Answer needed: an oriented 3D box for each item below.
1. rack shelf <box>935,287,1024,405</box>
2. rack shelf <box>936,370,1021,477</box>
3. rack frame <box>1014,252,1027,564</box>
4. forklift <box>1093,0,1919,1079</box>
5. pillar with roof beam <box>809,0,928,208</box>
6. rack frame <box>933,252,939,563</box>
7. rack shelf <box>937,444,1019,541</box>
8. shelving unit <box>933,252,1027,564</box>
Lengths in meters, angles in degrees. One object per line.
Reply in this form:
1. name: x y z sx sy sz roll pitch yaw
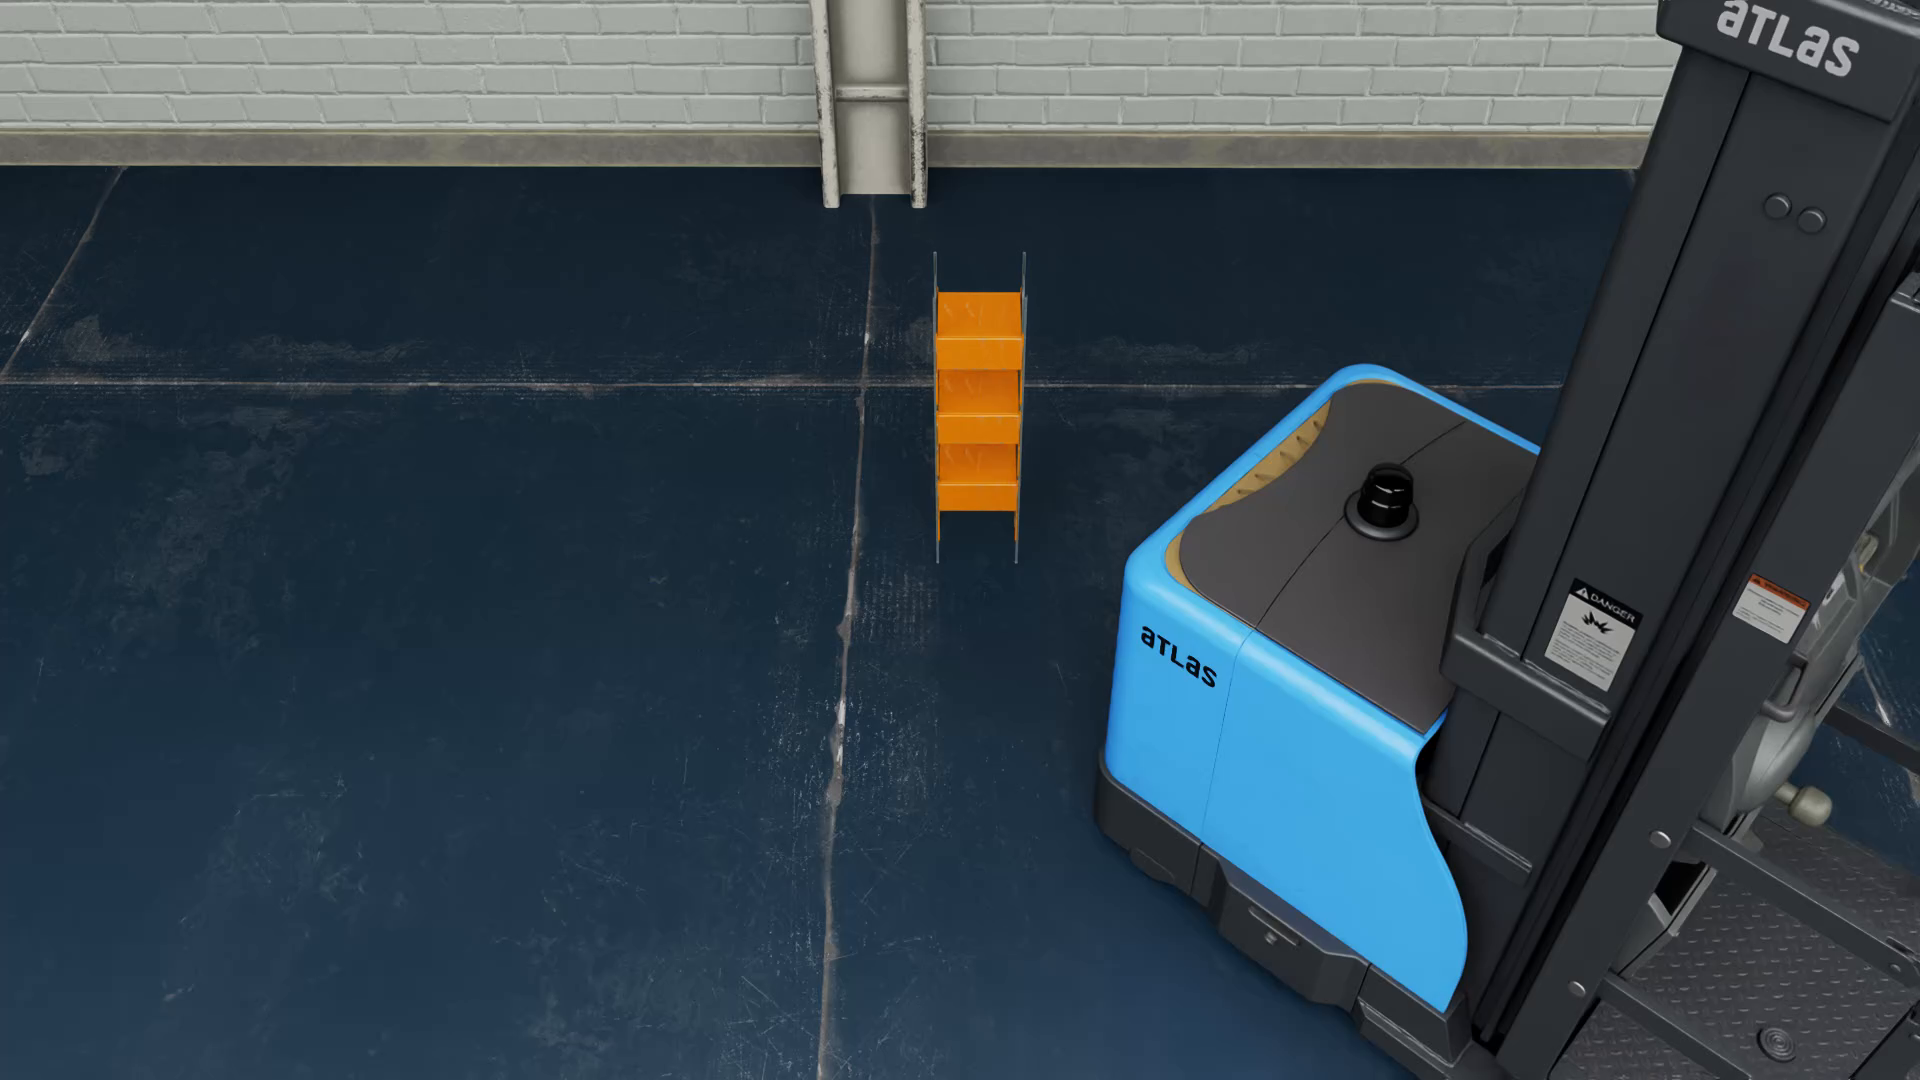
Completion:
1. rack shelf: 0.054 -0.544 4.666 0.240 0.259 0.215 0 47 0
2. rack shelf: 0.054 -0.350 4.873 0.240 0.259 0.215 0 47 0
3. rack frame: 0.176 -0.357 4.865 0.008 1.050 0.200 0 47 0
4. forklift: 1.787 0.246 3.019 3.031 2.935 1.130 34 55 27
5. pillar with roof beam: -0.344 -1.317 0.328 0.400 9.000 9.100 0 47 0
6. rack frame: -0.068 -0.358 4.866 0.008 1.050 0.200 0 47 0
7. rack shelf: 0.054 -0.161 5.077 0.240 0.259 0.215 0 47 0
8. shelving unit: 0.054 -0.358 4.866 0.252 1.050 0.215 0 47 0
